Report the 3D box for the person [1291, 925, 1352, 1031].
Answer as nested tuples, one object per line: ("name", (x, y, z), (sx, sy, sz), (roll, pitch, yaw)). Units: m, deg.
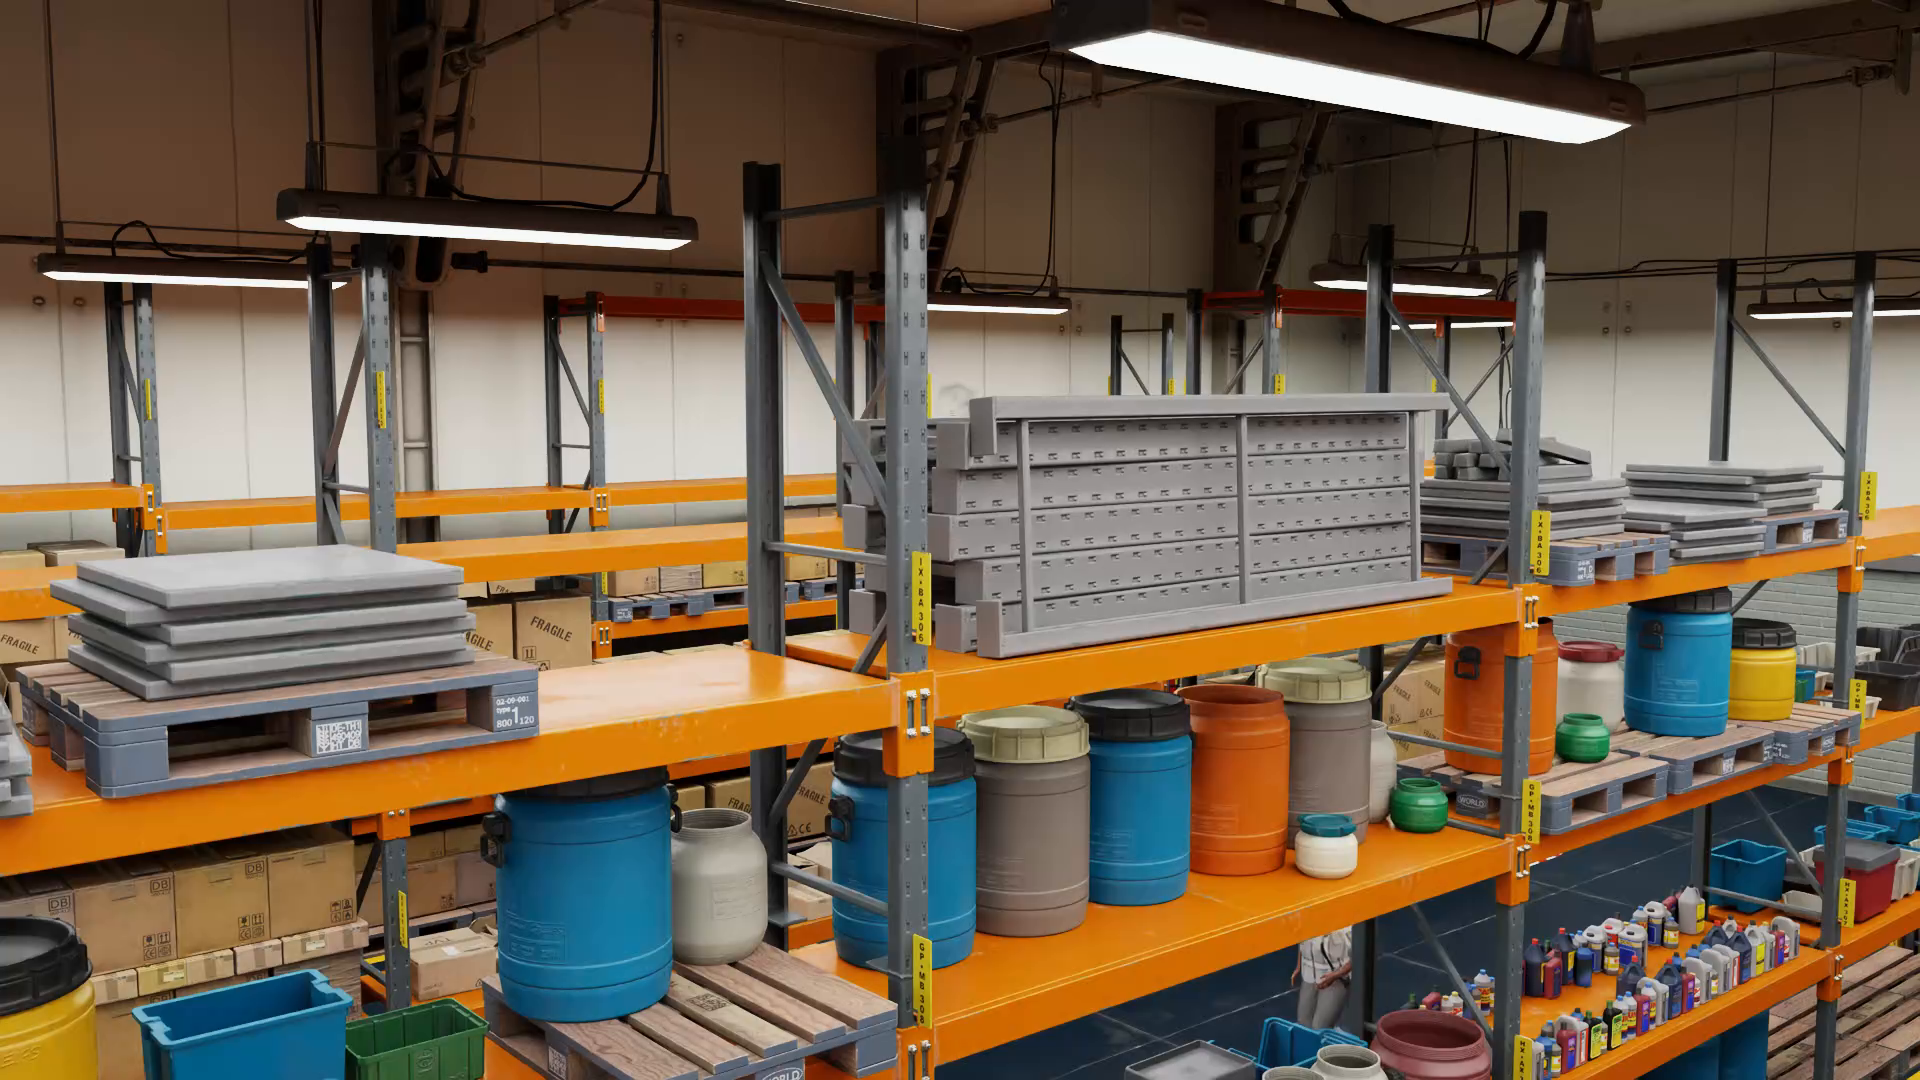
("person", (2.679, 3.193, 12.038), (0.609, 1.678, 0.576), (-4, 7, -39))
